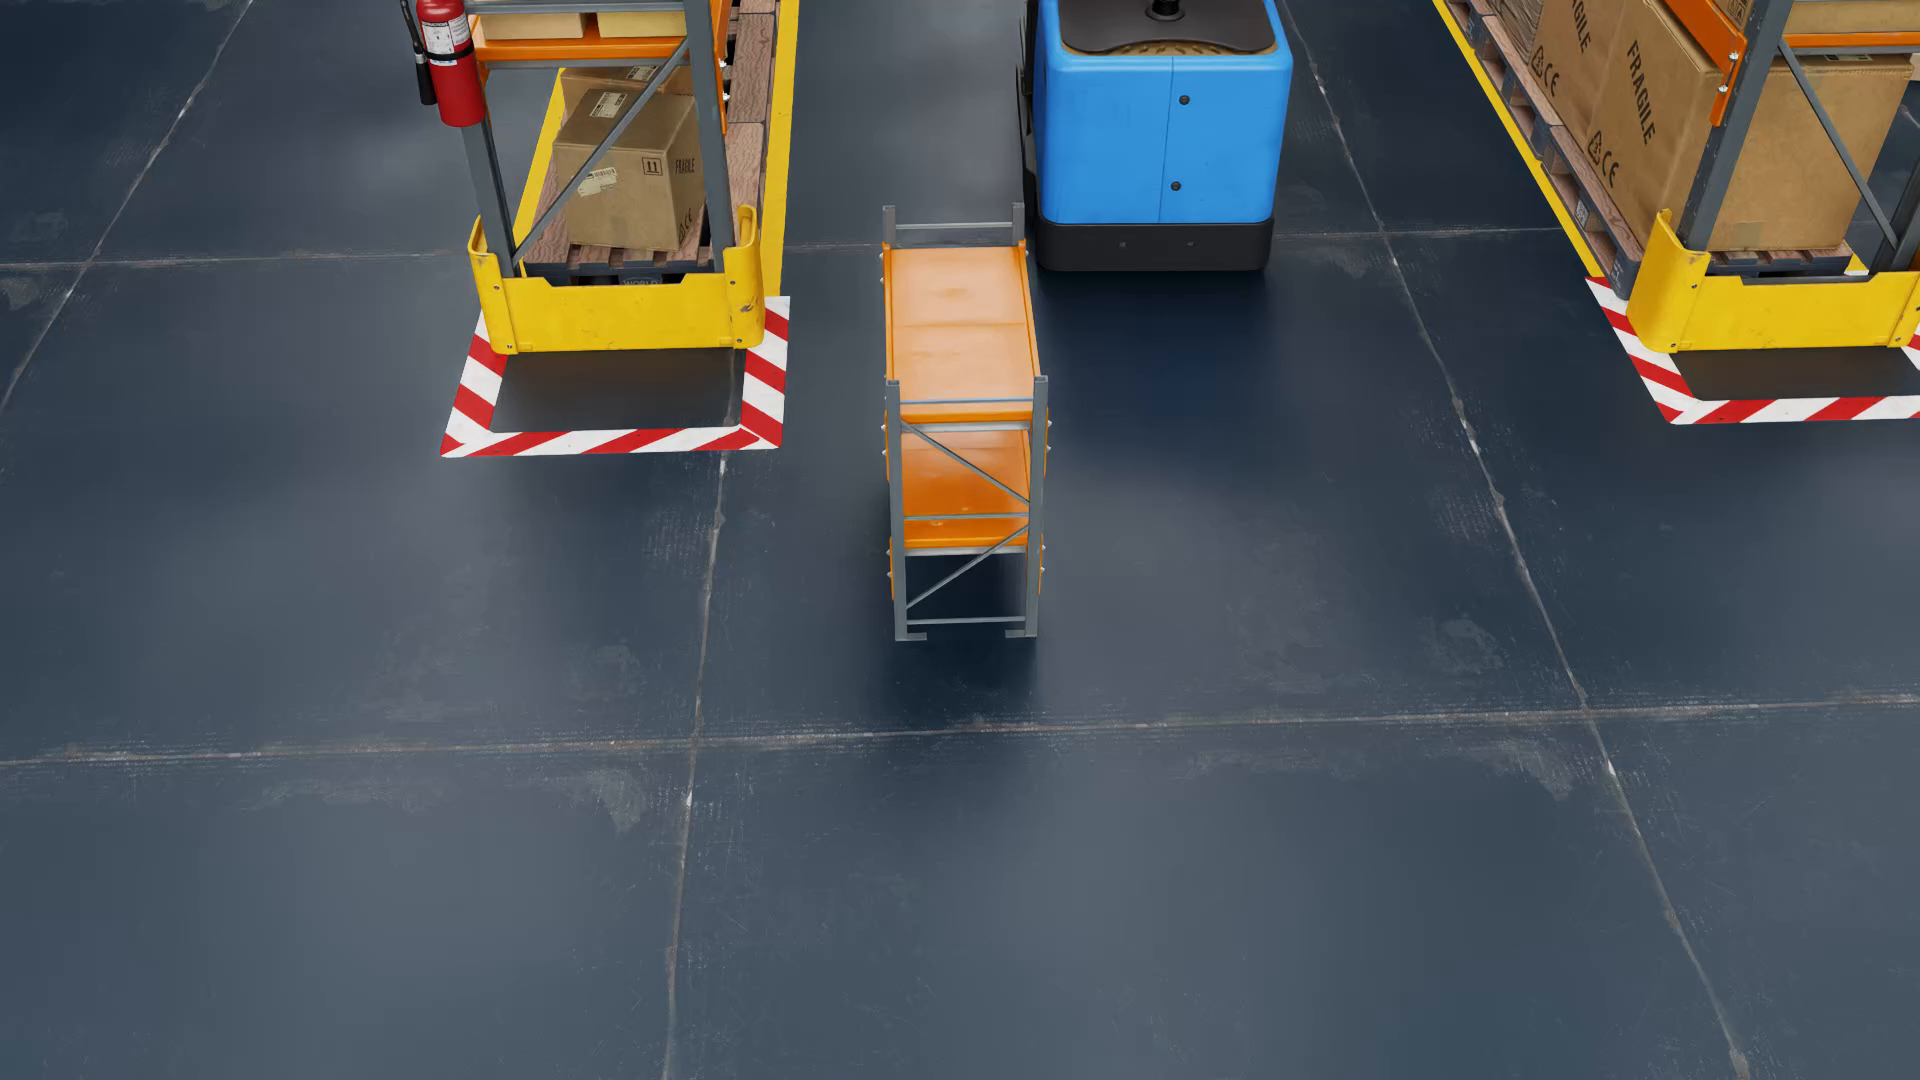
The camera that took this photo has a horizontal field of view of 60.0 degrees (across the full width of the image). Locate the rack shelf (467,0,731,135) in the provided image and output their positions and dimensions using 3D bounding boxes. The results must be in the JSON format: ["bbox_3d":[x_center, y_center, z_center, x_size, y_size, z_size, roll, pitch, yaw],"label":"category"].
[{"bbox_3d":[-1.522,-3.066,7.907,1.077,0.370,4.000,-2,43,-2],"label":"rack shelf"}]

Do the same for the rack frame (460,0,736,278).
[{"bbox_3d":[-1.437,-1.981,6.191,1.000,3.000,0.127,-2,43,-2],"label":"rack frame"}]

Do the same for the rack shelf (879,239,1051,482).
[{"bbox_3d":[0.000,-0.635,5.677,0.538,0.278,1.000,-2,43,-2],"label":"rack shelf"}]

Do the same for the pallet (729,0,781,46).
[{"bbox_3d":[-1.543,-3.201,9.586,1.003,0.211,1.213,-2,43,-2],"label":"pallet"}]

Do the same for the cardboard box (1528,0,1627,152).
[{"bbox_3d":[3.388,-2.476,7.993,0.875,0.875,0.875,-2,43,-2],"label":"cardboard box"}]

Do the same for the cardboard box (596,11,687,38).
[{"bbox_3d":[-1.211,-2.087,6.493,0.380,0.149,0.250,-2,43,-2],"label":"cardboard box"}]

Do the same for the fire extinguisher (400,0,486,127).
[{"bbox_3d":[-1.893,-1.862,6.118,0.296,0.674,0.183,-2,43,-2],"label":"fire extinguisher"}]

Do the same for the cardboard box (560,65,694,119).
[{"bbox_3d":[-1.507,-2.039,7.793,0.500,0.500,0.500,9,43,9],"label":"cardboard box"}]

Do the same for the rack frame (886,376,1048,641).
[{"bbox_3d":[0.021,-0.076,5.500,0.500,1.125,0.032,-2,43,-2],"label":"rack frame"}]

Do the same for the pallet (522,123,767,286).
[{"bbox_3d":[-1.440,-1.554,7.789,1.003,0.211,1.213,-2,43,-2],"label":"pallet"}]

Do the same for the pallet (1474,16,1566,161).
[{"bbox_3d":[3.362,-2.386,8.697,1.003,0.211,1.213,-2,43,-2],"label":"pallet"}]

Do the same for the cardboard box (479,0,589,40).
[{"bbox_3d":[-1.656,-2.075,6.479,0.380,0.149,0.250,-2,43,-2],"label":"cardboard box"}]

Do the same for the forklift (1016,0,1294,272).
[{"bbox_3d":[0.860,-3.256,7.634,1.130,2.935,3.031,0,43,0],"label":"forklift"}]

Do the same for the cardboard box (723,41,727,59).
[{"bbox_3d":[-1.493,-2.840,8.668,0.500,0.500,0.500,-5,43,-6],"label":"cardboard box"}]

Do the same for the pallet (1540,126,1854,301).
[{"bbox_3d":[3.410,-1.564,7.801,1.003,0.211,1.213,-2,43,-2],"label":"pallet"}]

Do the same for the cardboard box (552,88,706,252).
[{"bbox_3d":[-1.447,-1.636,7.354,0.500,0.500,0.500,6,43,6],"label":"cardboard box"}]

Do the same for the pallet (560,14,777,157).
[{"bbox_3d":[-1.488,-2.375,8.685,1.003,0.211,1.213,-2,43,-2],"label":"pallet"}]

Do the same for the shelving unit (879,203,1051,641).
[{"bbox_3d":[0.000,-0.419,5.875,0.538,1.125,1.048,-2,43,-2],"label":"shelving unit"}]

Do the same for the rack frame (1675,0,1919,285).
[{"bbox_3d":[3.523,-2.055,6.272,1.000,3.000,0.127,-2,43,-2],"label":"rack frame"}]

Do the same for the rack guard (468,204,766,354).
[{"bbox_3d":[-1.440,-1.111,7.092,1.175,0.500,0.348,-2,43,-2],"label":"rack guard"}]

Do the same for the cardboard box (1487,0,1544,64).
[{"bbox_3d":[3.352,-3.092,8.665,0.875,0.875,0.875,-1,43,-1],"label":"cardboard box"}]

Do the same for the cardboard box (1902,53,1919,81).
[{"bbox_3d":[5.266,-2.640,8.933,0.396,0.266,0.258,5,43,6],"label":"cardboard box"}]

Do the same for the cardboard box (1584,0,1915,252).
[{"bbox_3d":[3.428,-1.882,7.345,0.875,0.875,0.875,-1,43,-2],"label":"cardboard box"}]

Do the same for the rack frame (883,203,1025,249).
[{"bbox_3d":[-0.022,-0.762,6.249,0.500,1.125,0.032,-2,43,-2],"label":"rack frame"}]

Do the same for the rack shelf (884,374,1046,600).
[{"bbox_3d":[0.000,-0.239,6.040,0.538,0.278,1.000,-2,43,-2],"label":"rack shelf"}]

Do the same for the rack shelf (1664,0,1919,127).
[{"bbox_3d":[3.438,-3.140,7.988,1.077,0.370,4.000,-2,43,-2],"label":"rack shelf"}]

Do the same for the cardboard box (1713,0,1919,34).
[{"bbox_3d":[3.462,-2.359,6.493,0.875,0.550,0.550,-2,43,-2],"label":"cardboard box"}]

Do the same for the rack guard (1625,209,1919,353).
[{"bbox_3d":[3.524,-1.117,7.099,1.175,0.500,0.348,-2,43,-2],"label":"rack guard"}]

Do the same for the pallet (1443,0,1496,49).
[{"bbox_3d":[3.307,-3.212,9.598,1.003,0.211,1.213,-2,43,-2],"label":"pallet"}]
